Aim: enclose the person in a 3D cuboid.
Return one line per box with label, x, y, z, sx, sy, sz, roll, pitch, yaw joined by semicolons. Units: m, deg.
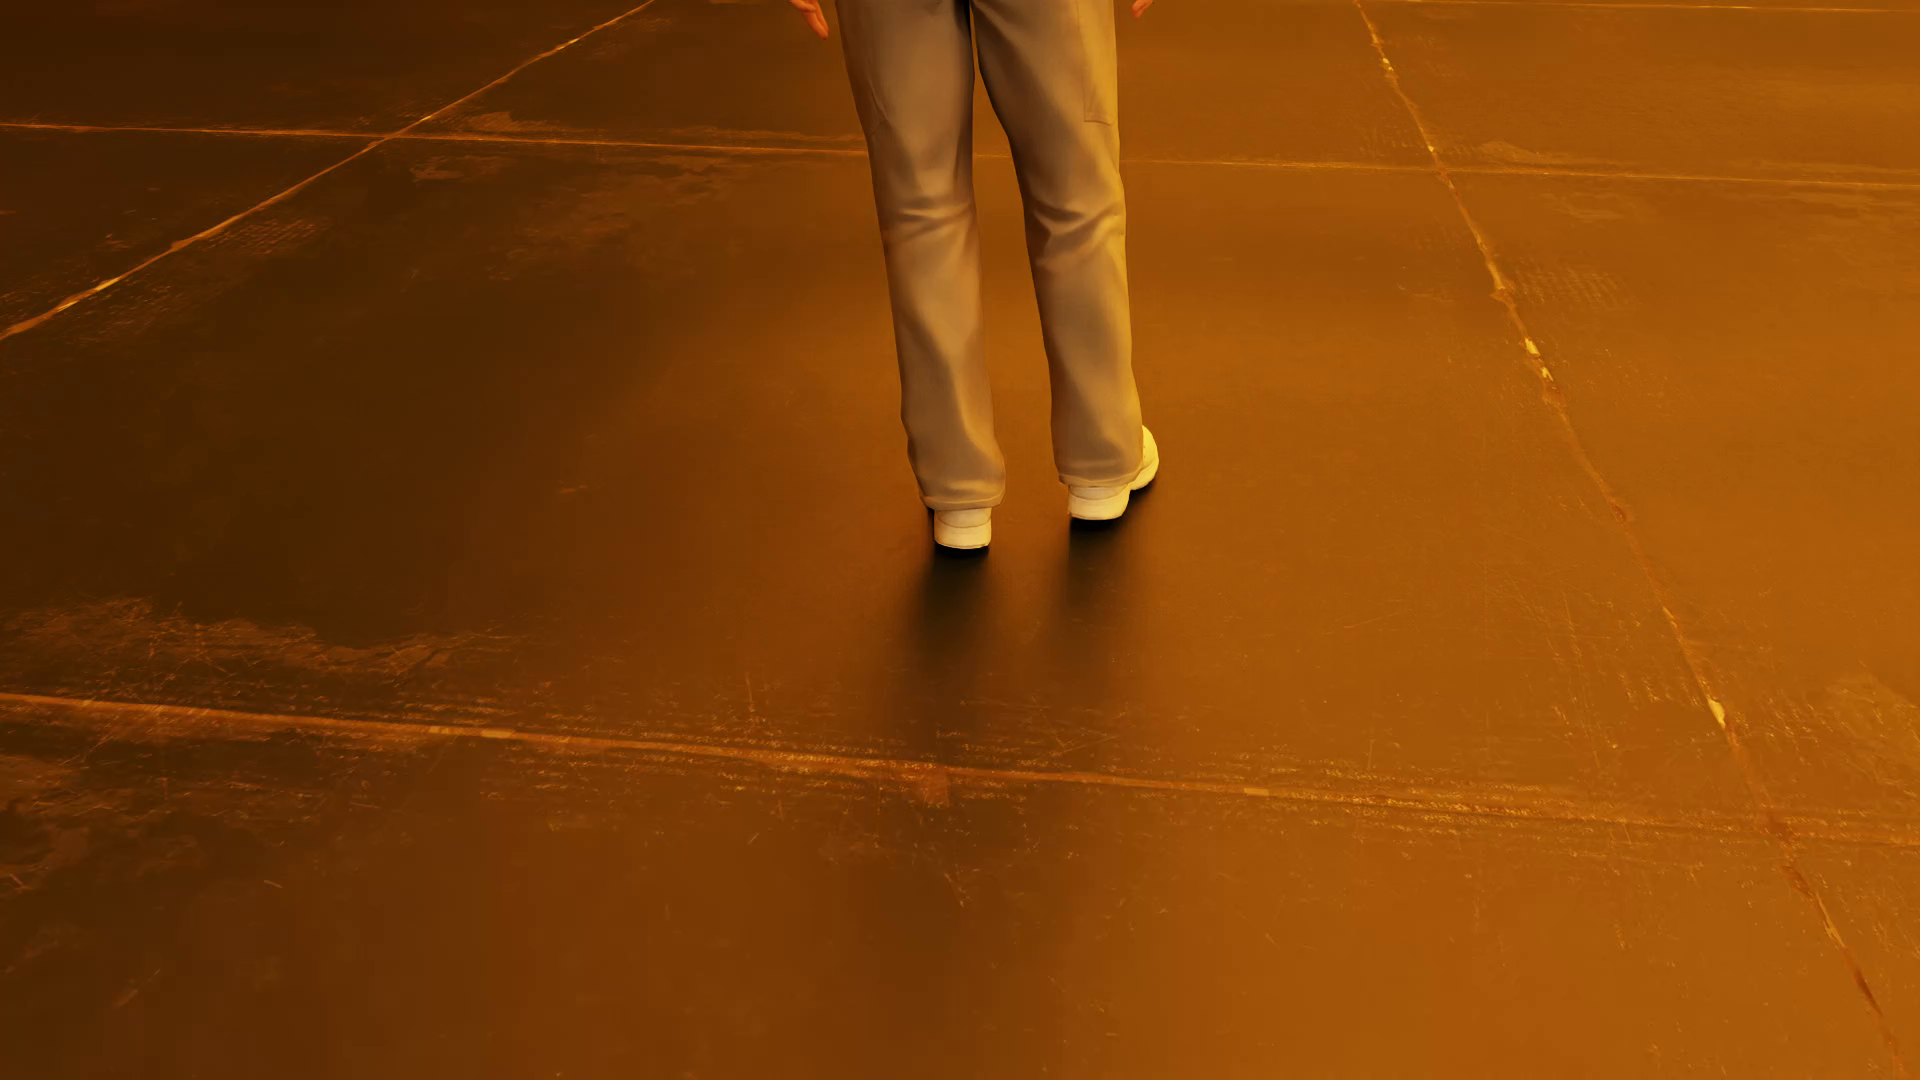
person;0.023;-0.788;2.186;0.549;1.675;0.549;3;27;7
